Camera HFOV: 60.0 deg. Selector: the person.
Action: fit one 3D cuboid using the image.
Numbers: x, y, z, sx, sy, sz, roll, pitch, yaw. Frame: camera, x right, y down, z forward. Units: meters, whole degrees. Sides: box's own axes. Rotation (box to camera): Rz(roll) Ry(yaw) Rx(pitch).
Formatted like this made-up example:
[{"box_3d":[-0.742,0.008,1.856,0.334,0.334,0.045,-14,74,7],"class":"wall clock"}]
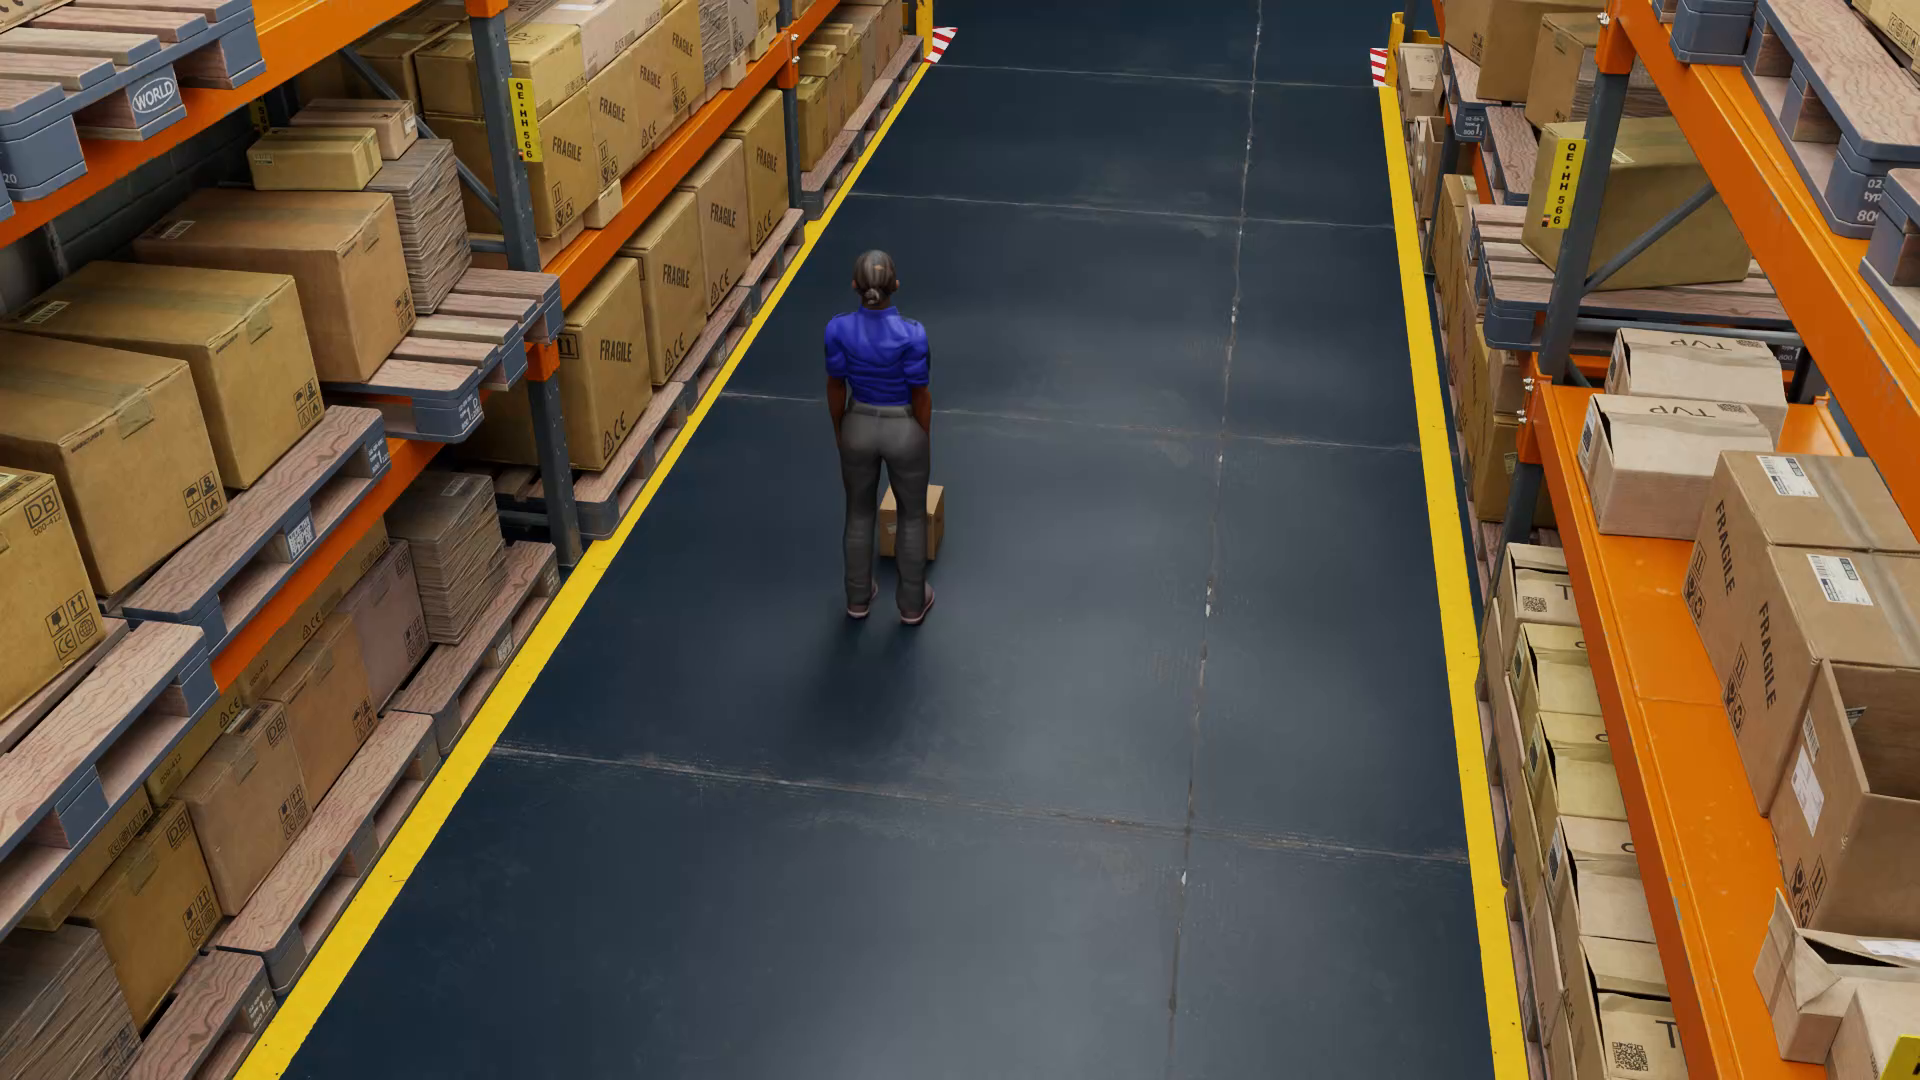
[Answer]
[{"box_3d":[-0.323,-0.414,6.792,0.436,1.655,0.302,6,33,9],"class":"person"}]
